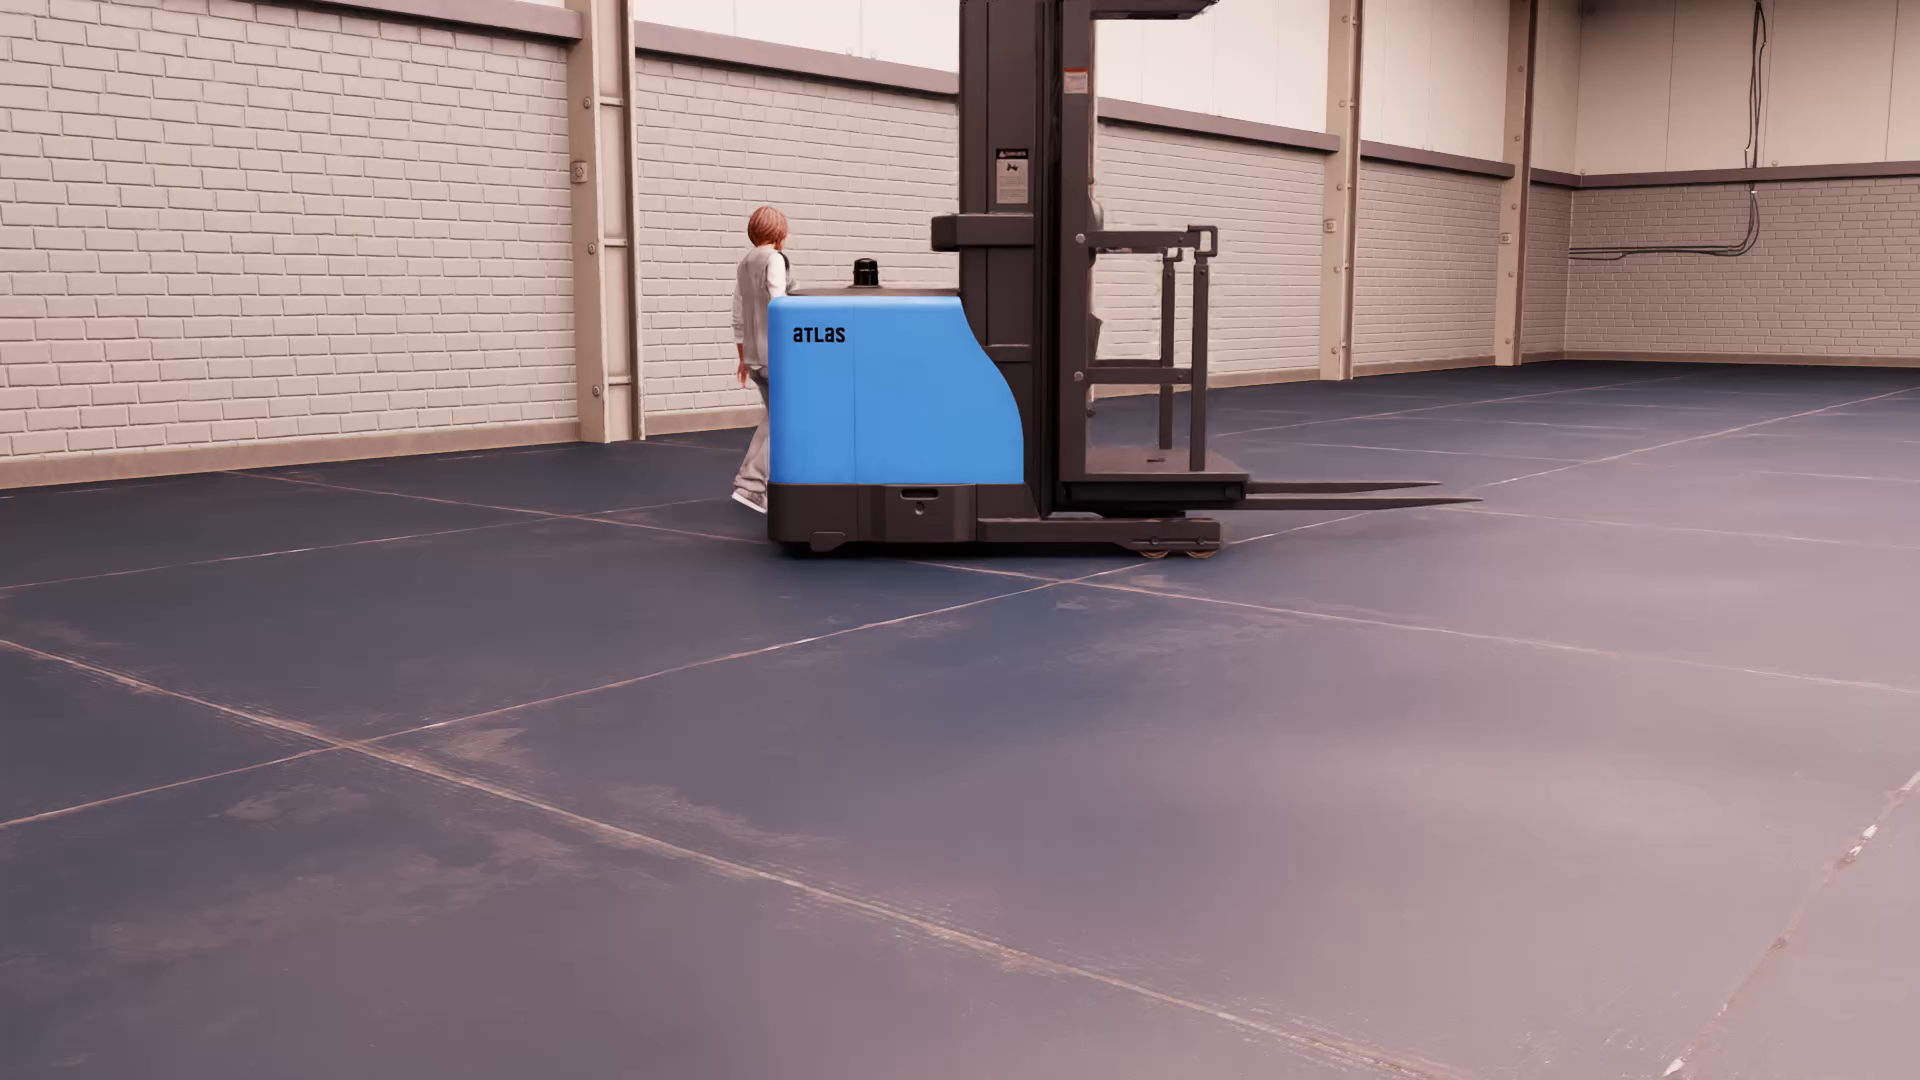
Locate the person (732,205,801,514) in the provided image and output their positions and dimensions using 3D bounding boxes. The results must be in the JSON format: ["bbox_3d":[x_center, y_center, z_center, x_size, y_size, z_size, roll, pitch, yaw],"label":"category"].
[{"bbox_3d":[-0.979,-0.909,8.378,0.475,1.536,0.741,-5,10,-30],"label":"person"}]

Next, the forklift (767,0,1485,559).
[{"bbox_3d":[0.709,-1.449,7.184,3.031,2.935,1.130,0,8,-1],"label":"forklift"}]
